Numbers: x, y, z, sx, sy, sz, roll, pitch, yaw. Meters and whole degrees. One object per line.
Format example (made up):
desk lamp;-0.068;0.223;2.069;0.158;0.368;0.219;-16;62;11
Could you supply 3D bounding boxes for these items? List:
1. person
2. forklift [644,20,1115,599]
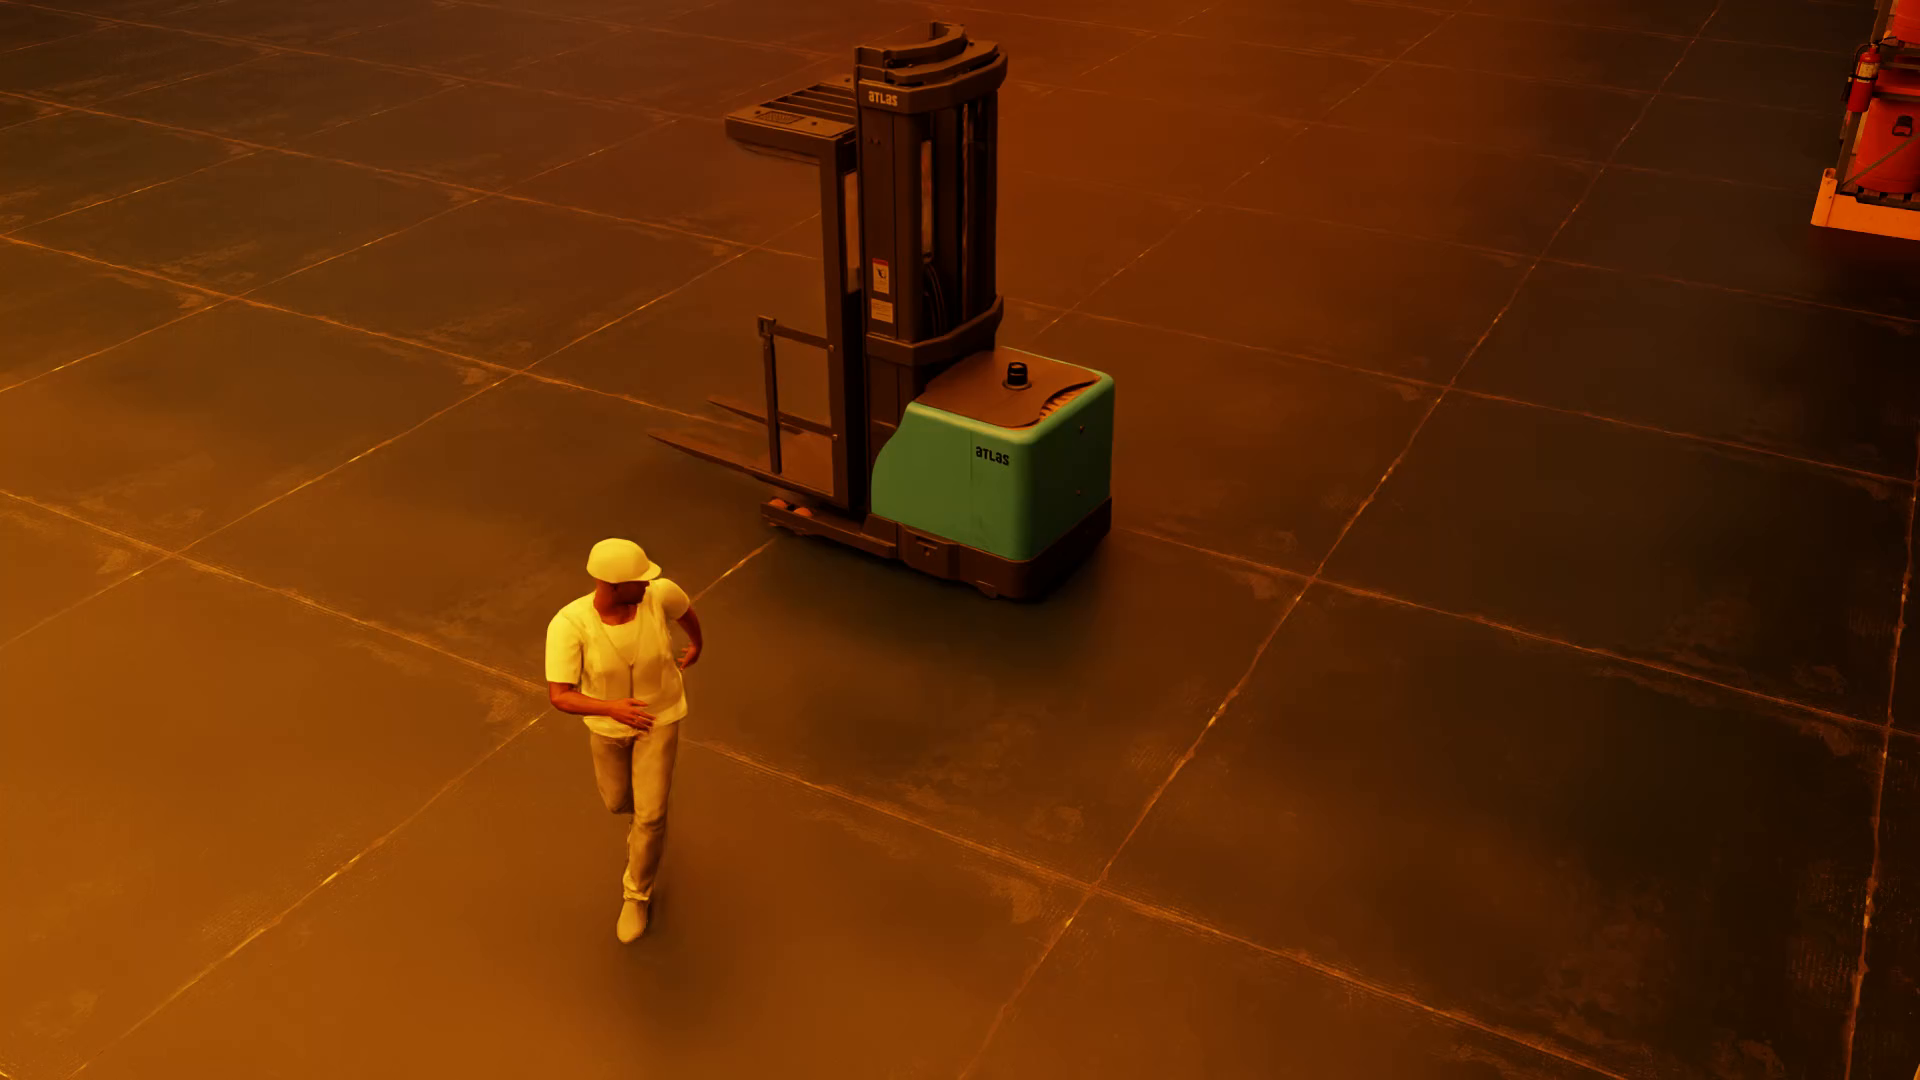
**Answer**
person;-1.401;0.748;7.052;0.582;1.704;0.987;-2;30;-3
forklift;-0.605;-1.495;9.662;3.031;2.935;1.130;19;35;29
